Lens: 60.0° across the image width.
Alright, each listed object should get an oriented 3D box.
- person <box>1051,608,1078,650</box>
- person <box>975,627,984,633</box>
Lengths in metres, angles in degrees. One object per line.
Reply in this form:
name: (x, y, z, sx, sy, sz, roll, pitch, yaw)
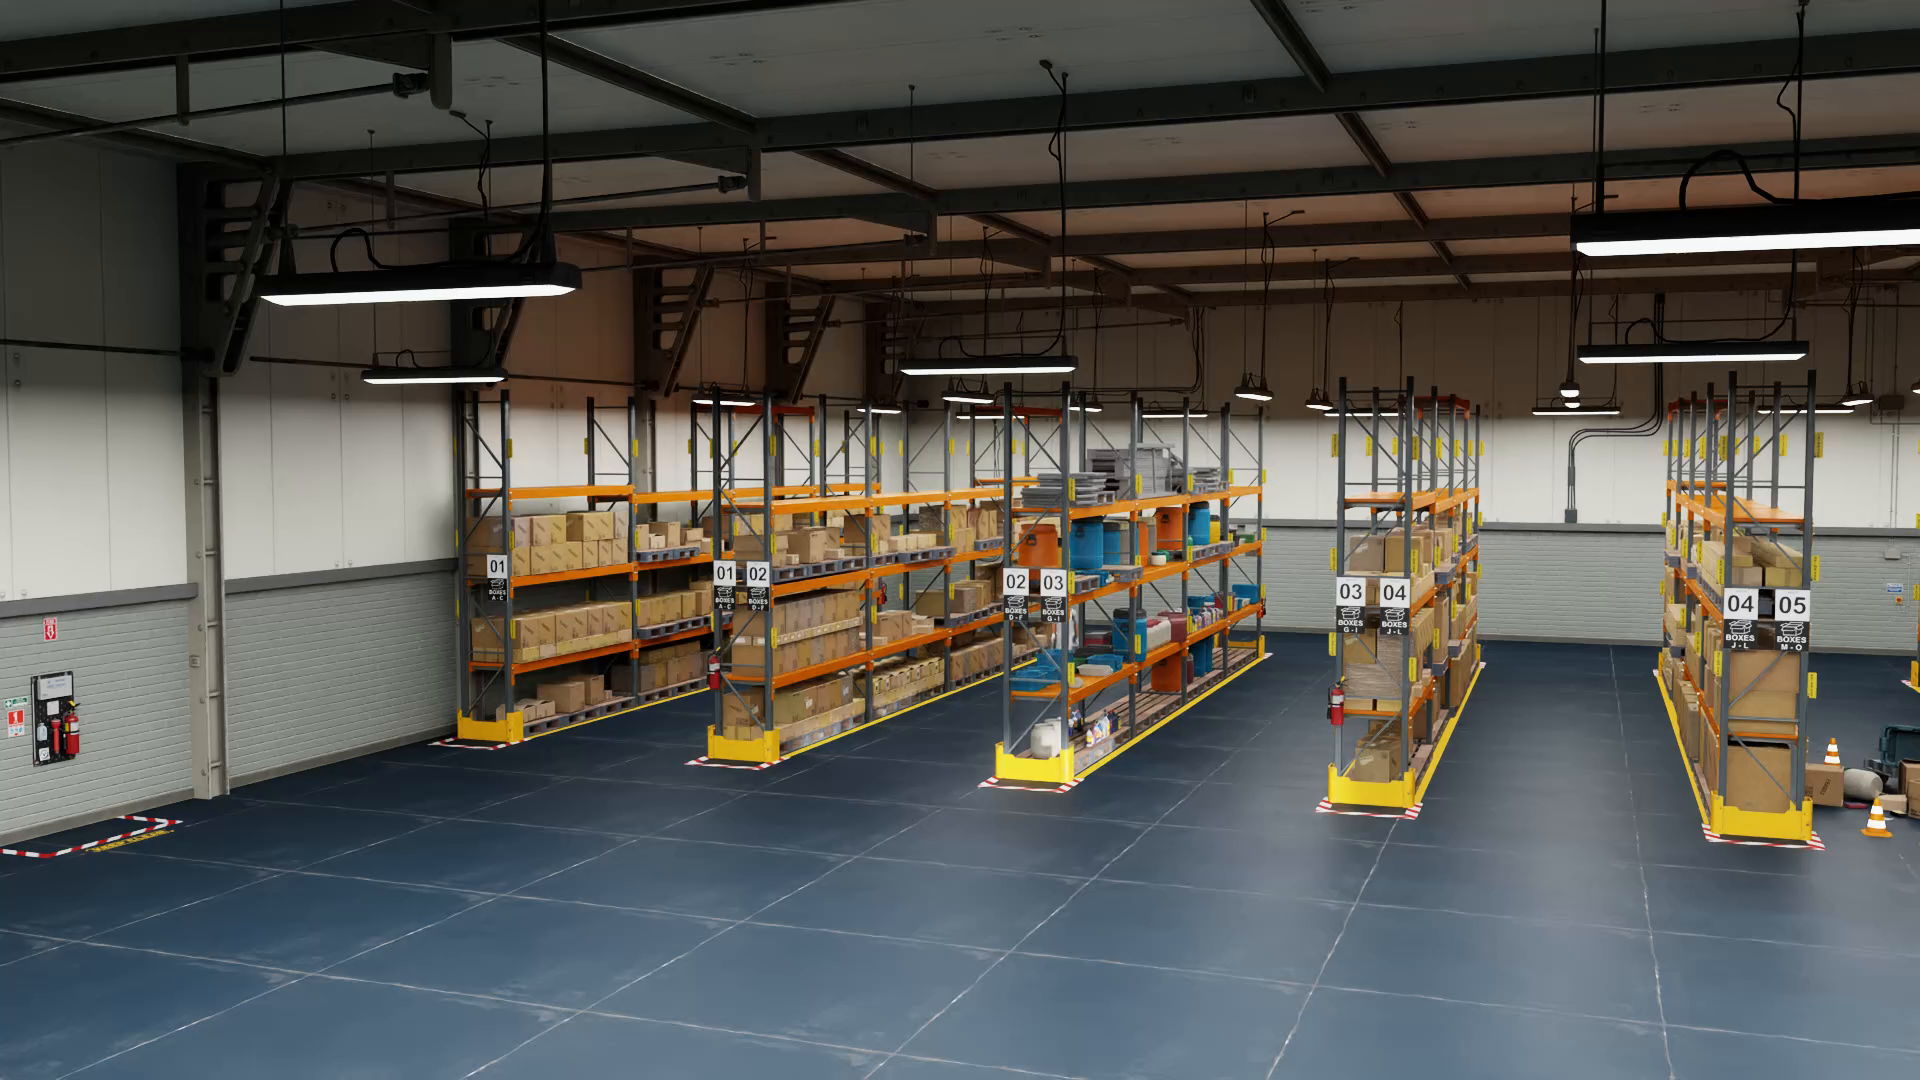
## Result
person: (2.189, 1.978, 34.813, 0.587, 1.643, 0.940, 2, 4, 28)
person: (0.447, 1.764, 42.928, 0.595, 1.704, 1.077, 1, 3, 23)
